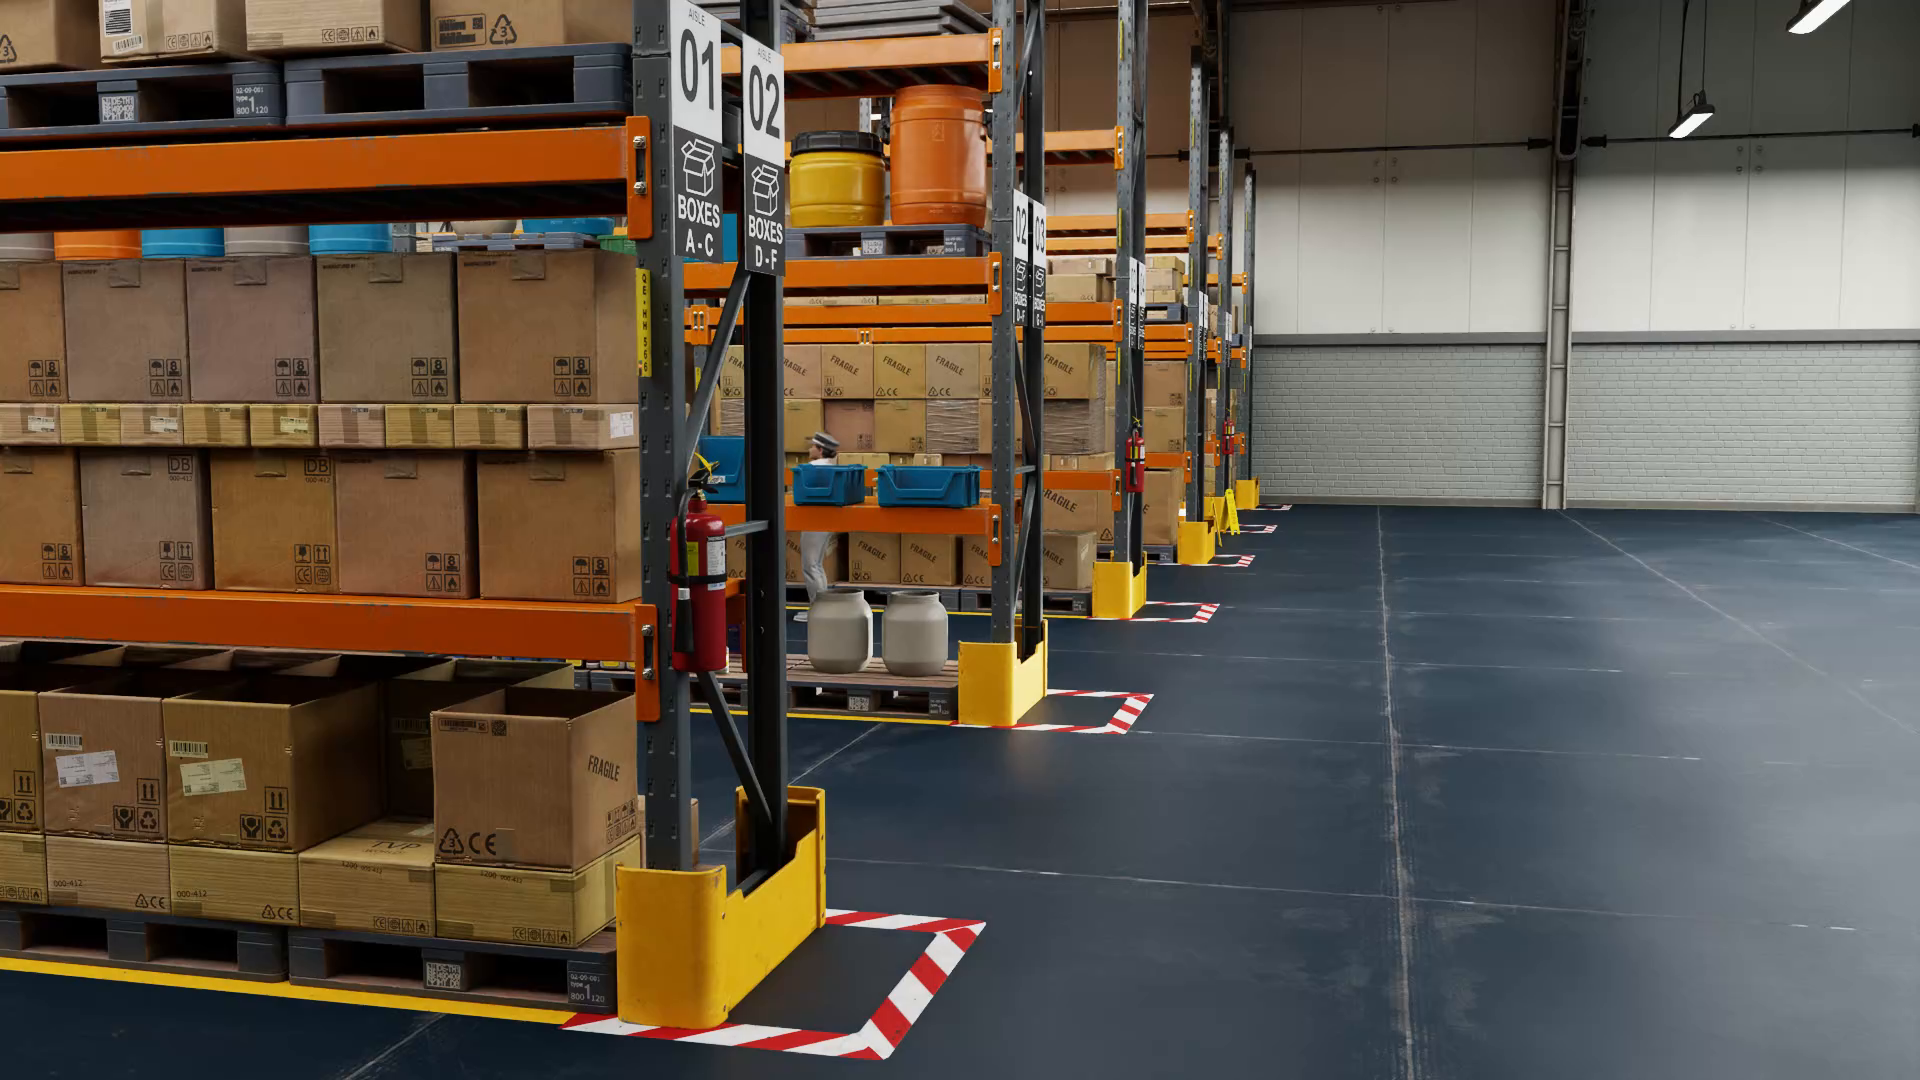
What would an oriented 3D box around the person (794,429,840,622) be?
[{"bbox_3d":[-1.321,-0.130,14.640,0.563,1.687,0.461,1,5,14],"label":"person"}]
